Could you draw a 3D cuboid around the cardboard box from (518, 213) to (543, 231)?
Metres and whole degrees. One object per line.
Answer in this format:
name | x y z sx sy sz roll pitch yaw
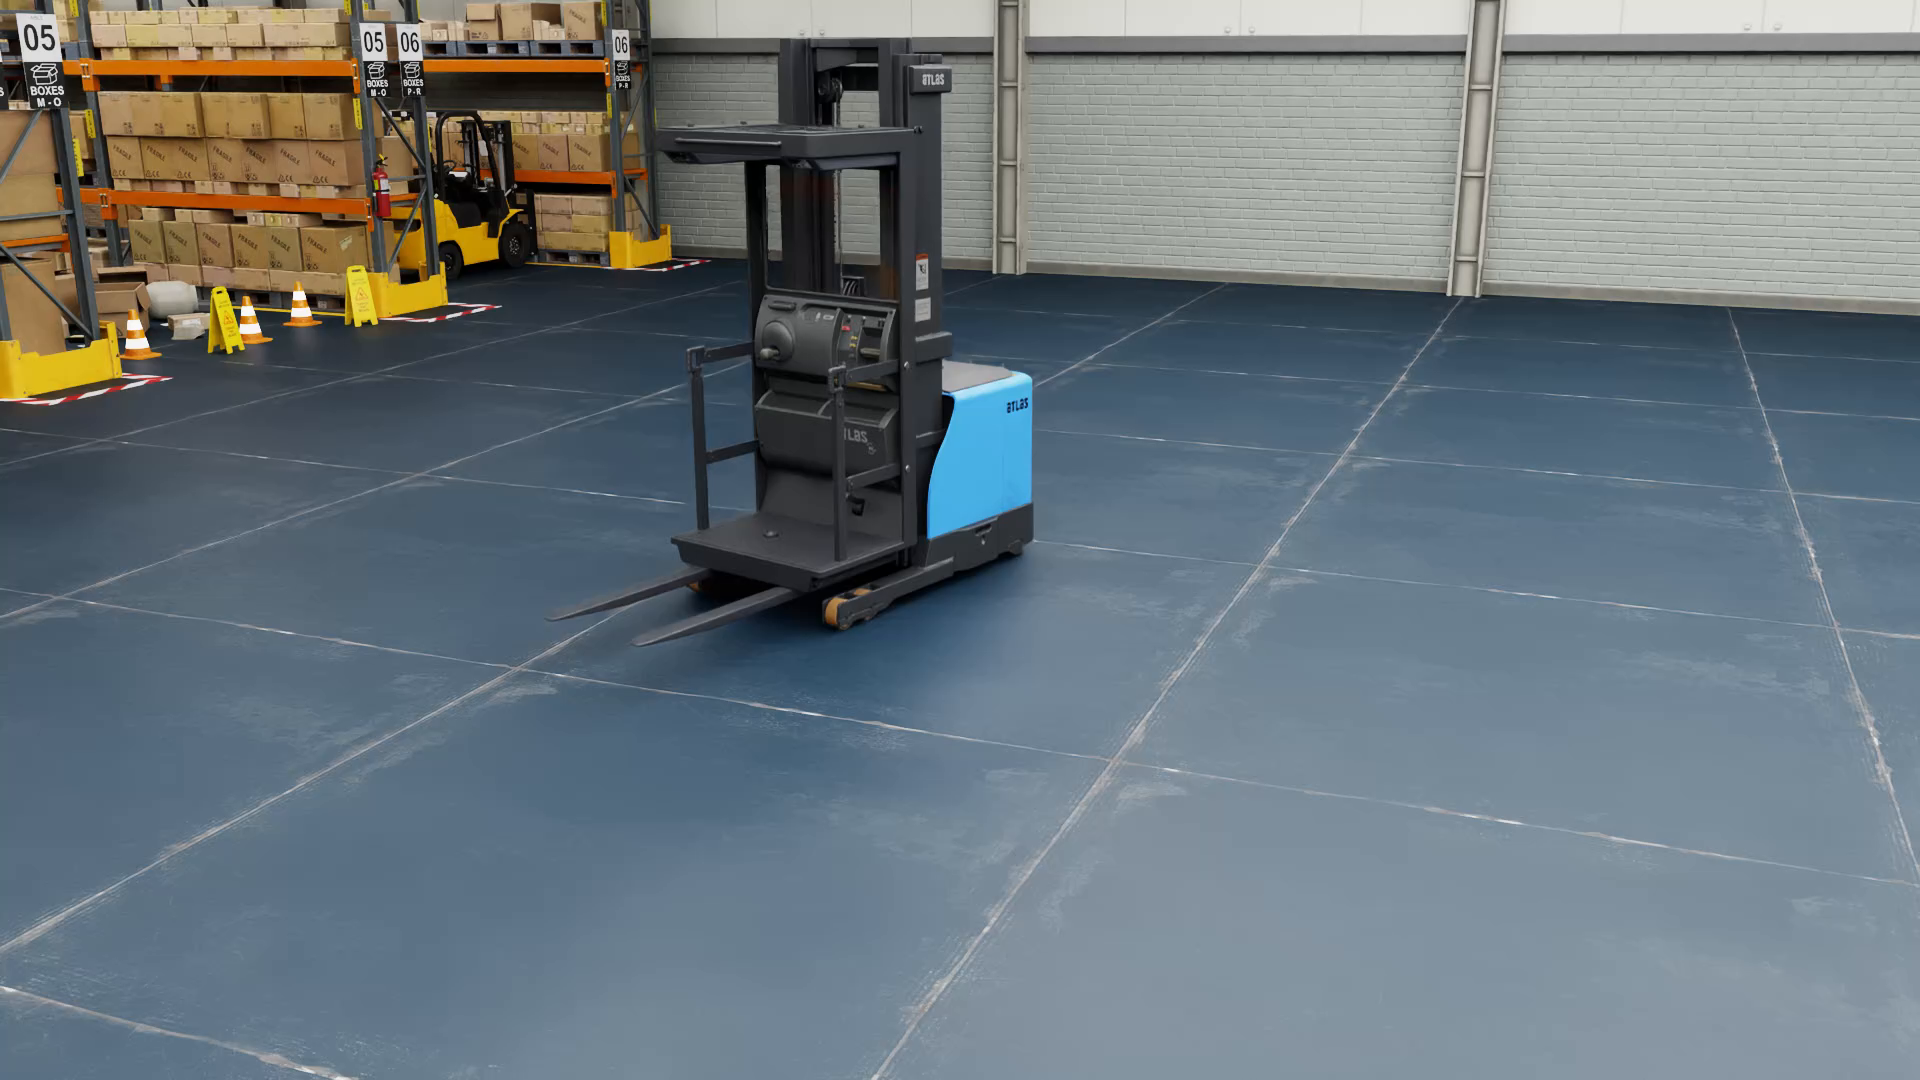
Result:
cardboard box | -6.101 -4.599 23.918 0.500 0.250 0.500 6 17 19

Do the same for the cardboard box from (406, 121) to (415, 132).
cardboard box | -7.862 -6.050 24.289 0.250 0.149 0.380 7 17 22

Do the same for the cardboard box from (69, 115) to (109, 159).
cardboard box | -10.636 -4.910 20.239 0.500 0.500 0.500 6 17 20

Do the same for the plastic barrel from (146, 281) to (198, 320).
plastic barrel | -8.878 -2.702 18.720 0.512 0.421 0.421 -9 18 -27

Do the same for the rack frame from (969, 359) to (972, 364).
rack frame | 0.010 -0.584 10.303 0.008 1.050 0.200 11 20 34

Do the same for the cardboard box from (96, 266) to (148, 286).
cardboard box | -9.624 -2.868 19.150 0.500 0.500 0.500 -9 18 -27

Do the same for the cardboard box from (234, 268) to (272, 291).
cardboard box | -8.219 -3.121 19.724 0.500 0.250 0.500 6 17 19

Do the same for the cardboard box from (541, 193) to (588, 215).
cardboard box | -5.603 -4.786 23.665 0.500 0.250 0.500 7 17 22

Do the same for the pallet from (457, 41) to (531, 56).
pallet | -6.370 -7.009 23.716 1.213 0.211 1.003 6 17 21

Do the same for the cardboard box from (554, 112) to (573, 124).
cardboard box | -5.488 -5.929 23.341 0.250 0.149 0.380 7 17 22

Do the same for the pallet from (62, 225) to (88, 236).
pallet | -14.975 -5.223 27.786 1.213 0.211 1.003 6 17 21

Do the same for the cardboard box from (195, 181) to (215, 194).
cardboard box | -8.760 -4.160 19.574 0.250 0.149 0.380 6 17 21

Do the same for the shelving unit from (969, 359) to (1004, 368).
shelving unit | 0.109 -0.564 10.234 0.252 1.050 0.215 11 20 34

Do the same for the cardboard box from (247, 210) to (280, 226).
cardboard box | -8.085 -3.761 19.420 0.250 0.149 0.380 7 18 23

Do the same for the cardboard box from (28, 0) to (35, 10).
cardboard box | -11.665 -6.465 20.300 0.500 0.250 0.500 7 17 22

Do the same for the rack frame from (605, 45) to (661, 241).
rack frame | -4.583 -5.408 23.422 0.127 3.000 1.000 6 17 21

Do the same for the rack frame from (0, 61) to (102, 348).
rack frame | -8.123 -2.826 14.528 0.127 3.000 1.000 6 17 21

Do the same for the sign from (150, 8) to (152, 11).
sign | -9.930 -6.360 20.392 0.005 0.325 0.100 6 17 21

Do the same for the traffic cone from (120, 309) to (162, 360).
traffic cone | -8.096 -2.030 16.337 0.334 0.463 0.336 6 17 21

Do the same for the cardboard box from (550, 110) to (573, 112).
cardboard box | -5.778 -6.109 23.959 0.250 0.149 0.380 7 18 22

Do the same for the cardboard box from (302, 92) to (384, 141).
cardboard box | -6.956 -4.787 18.776 0.500 0.500 0.700 6 17 19

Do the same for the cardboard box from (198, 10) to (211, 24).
cardboard box | -8.472 -5.978 19.024 0.250 0.149 0.380 7 17 22

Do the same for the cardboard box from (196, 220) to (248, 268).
cardboard box | -8.688 -3.535 19.804 0.500 0.500 0.500 7 18 24

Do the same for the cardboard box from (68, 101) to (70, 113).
cardboard box | -11.478 -5.458 20.963 0.250 0.149 0.380 7 18 24

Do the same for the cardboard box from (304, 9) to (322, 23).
cardboard box | -7.049 -5.817 18.472 0.250 0.149 0.380 7 17 22

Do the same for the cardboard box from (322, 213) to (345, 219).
cardboard box | -9.512 -5.010 25.558 0.625 0.625 0.875 6 17 20

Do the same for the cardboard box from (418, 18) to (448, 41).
cardboard box | -7.619 -7.316 23.842 0.500 0.311 0.500 7 17 22

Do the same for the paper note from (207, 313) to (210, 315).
paper note | -8.594 -2.595 19.059 0.148 0.019 0.142 0 16 1

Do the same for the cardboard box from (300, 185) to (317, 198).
cardboard box | -7.334 -4.011 19.061 0.250 0.149 0.380 6 17 20

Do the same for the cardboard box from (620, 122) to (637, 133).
cardboard box | -4.803 -5.869 23.668 0.250 0.149 0.380 6 17 19

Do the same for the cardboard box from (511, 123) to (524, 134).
cardboard box | -6.211 -5.855 23.619 0.250 0.149 0.380 6 17 21

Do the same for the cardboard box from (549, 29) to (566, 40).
cardboard box | -5.465 -6.983 22.987 0.250 0.149 0.380 6 17 19

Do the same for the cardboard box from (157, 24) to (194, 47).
cardboard box | -8.868 -5.820 19.195 0.500 0.250 0.500 6 17 21

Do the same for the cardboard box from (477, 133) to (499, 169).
cardboard box | -6.565 -5.595 23.885 0.500 0.500 0.500 6 17 21

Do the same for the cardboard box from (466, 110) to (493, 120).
cardboard box | -6.889 -6.099 23.925 0.250 0.149 0.380 6 17 20

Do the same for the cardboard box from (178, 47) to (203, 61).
cardboard box | -8.755 -5.599 19.151 0.250 0.149 0.380 6 17 20

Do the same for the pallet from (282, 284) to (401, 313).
pallet | -7.214 -2.881 19.719 1.213 0.211 1.003 6 17 21

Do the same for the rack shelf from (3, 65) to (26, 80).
rack shelf | -9.983 -4.126 14.915 4.000 0.370 1.077 6 17 21

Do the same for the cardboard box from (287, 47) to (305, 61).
cardboard box | -7.314 -5.457 18.661 0.250 0.149 0.380 7 18 22

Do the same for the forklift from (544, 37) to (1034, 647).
forklift | -0.848 -1.098 8.699 1.130 2.935 3.031 12 20 35

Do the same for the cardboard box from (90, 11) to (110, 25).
cardboard box | -9.948 -6.115 19.498 0.250 0.149 0.380 6 17 20

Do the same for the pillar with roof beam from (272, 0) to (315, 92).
pillar with roof beam | -12.061 -8.091 21.904 0.400 9.000 9.100 6 17 21

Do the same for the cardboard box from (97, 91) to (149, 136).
cardboard box | -9.792 -5.099 19.852 0.500 0.500 0.700 6 17 20

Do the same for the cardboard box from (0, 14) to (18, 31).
cardboard box | -8.324 -4.514 14.480 0.250 0.149 0.380 6 17 21

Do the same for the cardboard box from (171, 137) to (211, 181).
cardboard box | -8.877 -4.503 19.591 0.500 0.500 0.500 6 17 20

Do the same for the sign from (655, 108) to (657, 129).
sign | -4.374 -6.005 23.783 0.005 0.325 0.100 6 17 21

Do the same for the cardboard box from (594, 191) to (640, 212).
cardboard box | -4.961 -4.868 23.945 0.500 0.250 0.500 6 17 20

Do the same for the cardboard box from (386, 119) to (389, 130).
cardboard box | -8.703 -6.154 24.649 0.250 0.149 0.380 7 18 23

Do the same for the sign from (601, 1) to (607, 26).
sign | -4.795 -7.096 22.411 0.005 0.325 0.100 6 17 21

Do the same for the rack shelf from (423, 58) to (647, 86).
rack shelf | -6.443 -6.708 23.808 4.000 0.370 1.077 6 17 21
